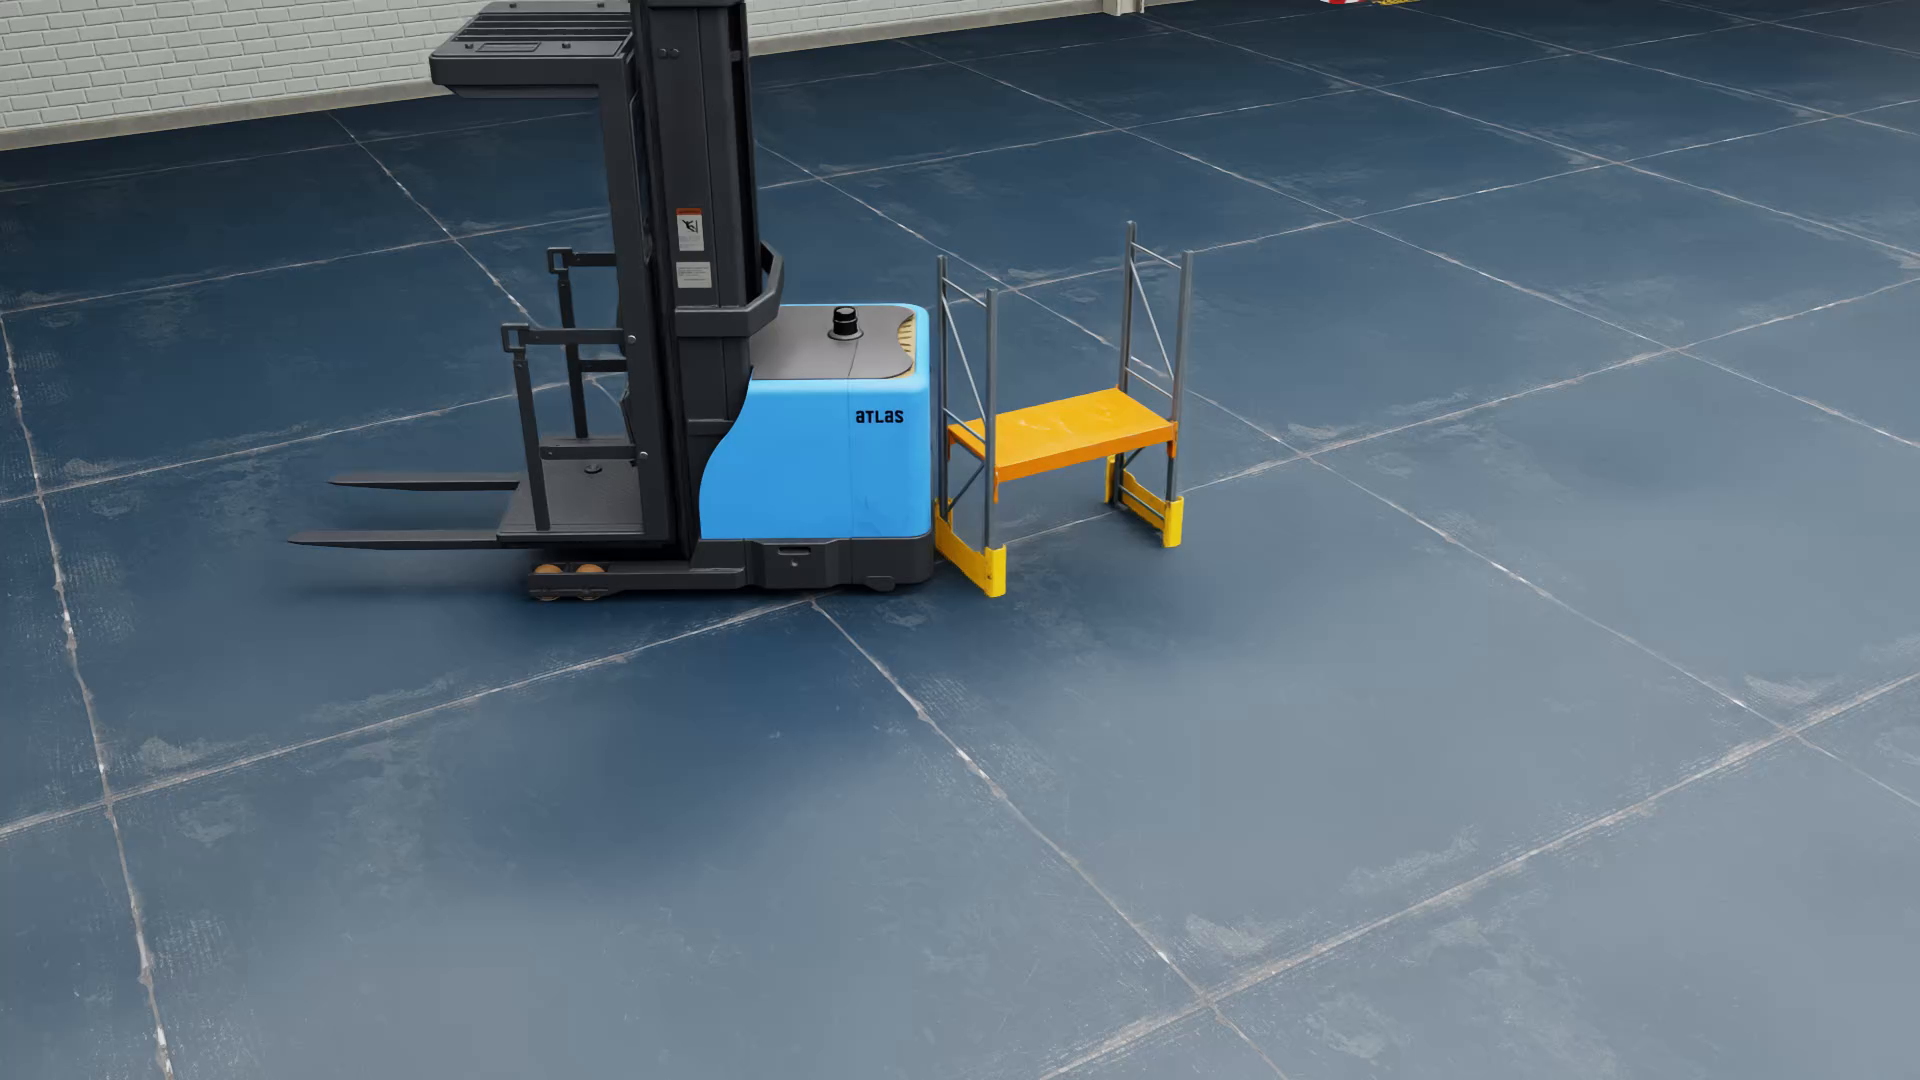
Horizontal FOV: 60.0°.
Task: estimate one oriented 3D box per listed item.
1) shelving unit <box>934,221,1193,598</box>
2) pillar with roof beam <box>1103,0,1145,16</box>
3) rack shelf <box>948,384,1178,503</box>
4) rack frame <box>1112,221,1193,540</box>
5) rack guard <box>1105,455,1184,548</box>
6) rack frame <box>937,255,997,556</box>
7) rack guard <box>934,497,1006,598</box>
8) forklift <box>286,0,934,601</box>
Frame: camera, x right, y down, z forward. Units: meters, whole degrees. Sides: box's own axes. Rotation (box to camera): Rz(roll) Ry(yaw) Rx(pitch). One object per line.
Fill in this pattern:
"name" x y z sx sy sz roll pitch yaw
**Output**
"shelving unit" 0.482 -0.633 7.844 1.083 1.500 0.587 -15 32 -25
"pillar with roof beam" 4.083 -8.316 14.006 0.400 9.000 9.100 -16 33 -26
"rack shelf" 0.474 -0.473 7.927 1.000 0.185 0.538 -15 32 -25
"rack frame" 0.920 -0.748 8.053 0.032 1.500 0.500 -15 32 -25
"rack guard" 0.919 -0.200 8.354 0.087 0.250 0.587 -15 32 -25
"rack frame" 0.027 -0.513 7.628 0.032 1.500 0.500 -15 32 -25
"rack guard" 0.044 0.029 7.938 0.087 0.250 0.587 -15 32 -25
"forklift" -1.646 -1.258 7.497 3.031 2.935 1.130 -1 29 -1
